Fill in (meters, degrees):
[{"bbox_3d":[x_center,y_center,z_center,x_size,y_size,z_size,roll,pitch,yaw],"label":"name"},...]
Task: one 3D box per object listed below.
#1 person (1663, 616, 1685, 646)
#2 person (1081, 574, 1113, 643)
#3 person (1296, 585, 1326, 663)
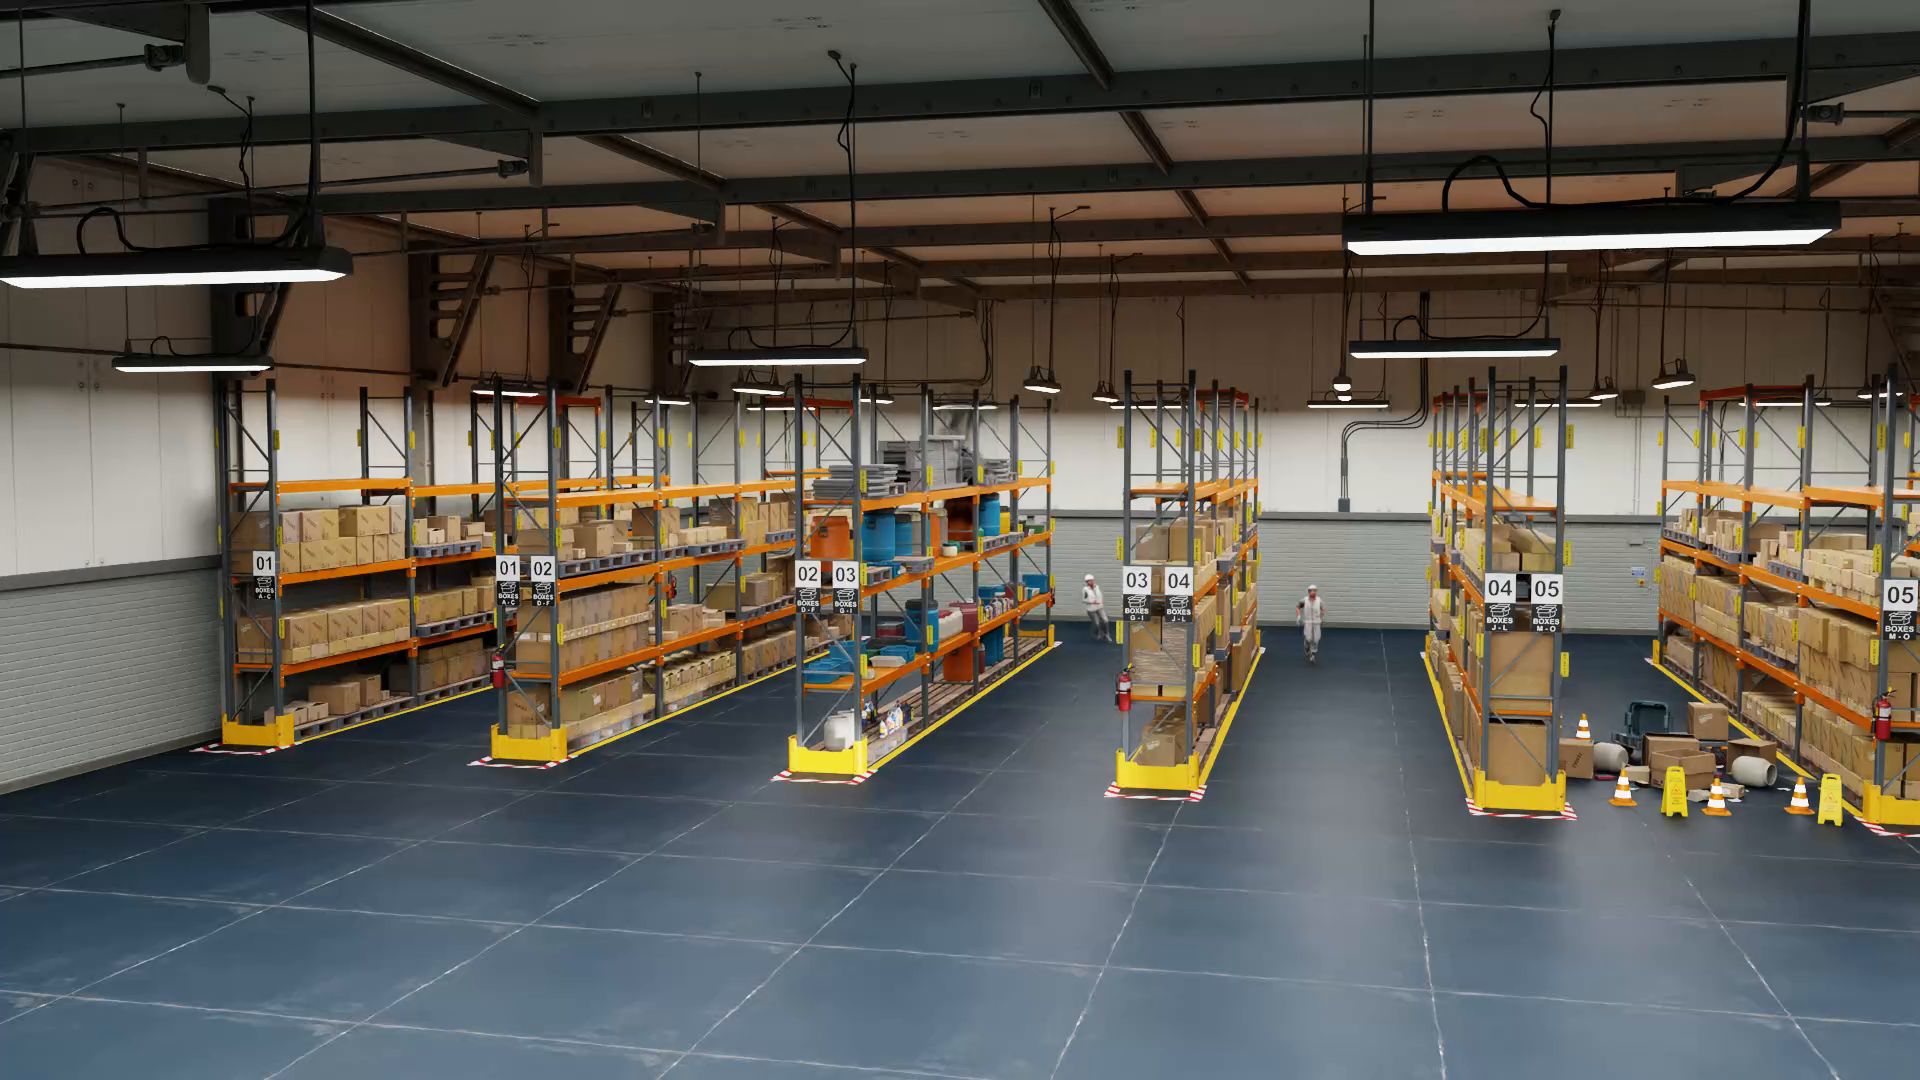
[{"bbox_3d":[16.522,1.826,38.399,0.899,1.744,0.767,2,4,29],"label":"person"},{"bbox_3d":[3.331,1.696,41.146,0.805,1.730,0.669,-2,4,-24],"label":"person"},{"bbox_3d":[7.858,1.881,37.148,0.644,1.749,0.659,0,3,3],"label":"person"}]
